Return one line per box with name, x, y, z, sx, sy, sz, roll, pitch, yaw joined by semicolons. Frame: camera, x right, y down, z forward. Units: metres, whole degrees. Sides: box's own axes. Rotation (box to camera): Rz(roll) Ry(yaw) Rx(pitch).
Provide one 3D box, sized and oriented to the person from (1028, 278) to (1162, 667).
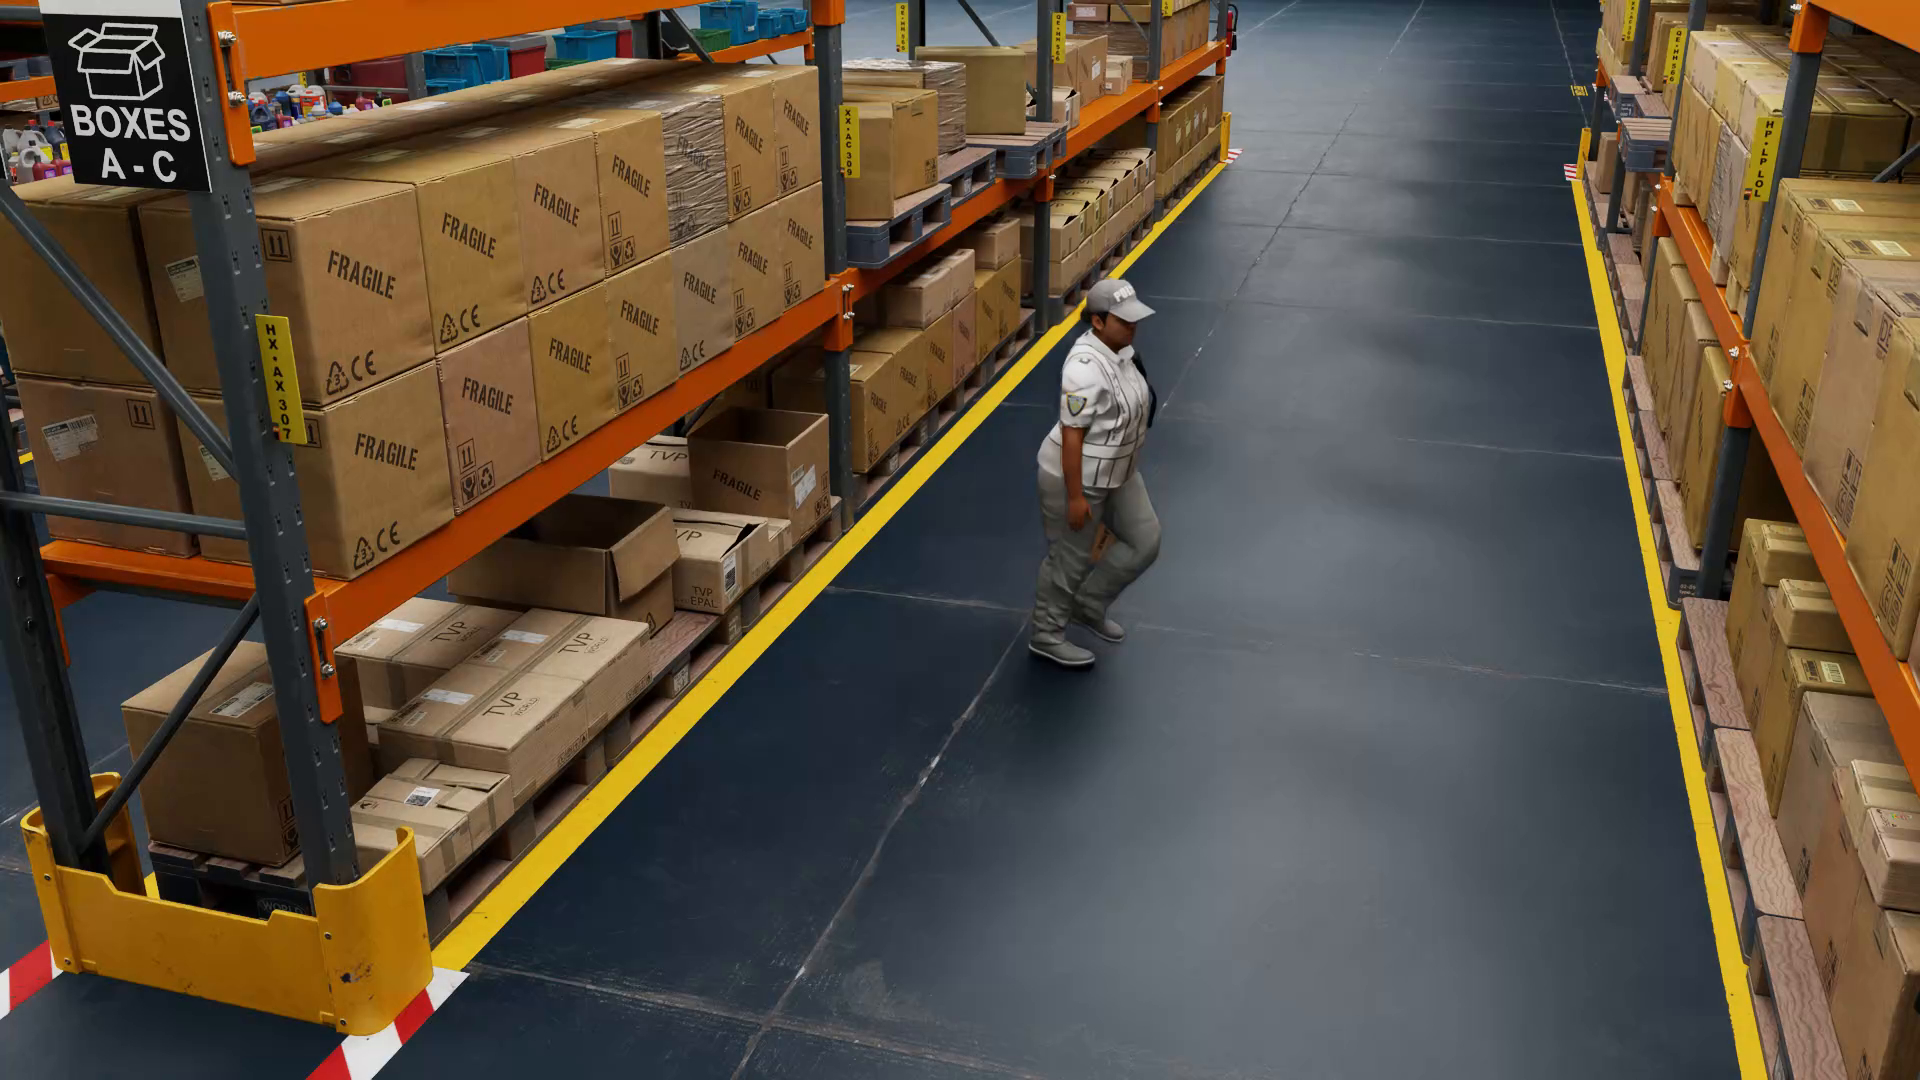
person;0.531;-0.254;6.675;0.511;1.647;0.527;12;25;27
